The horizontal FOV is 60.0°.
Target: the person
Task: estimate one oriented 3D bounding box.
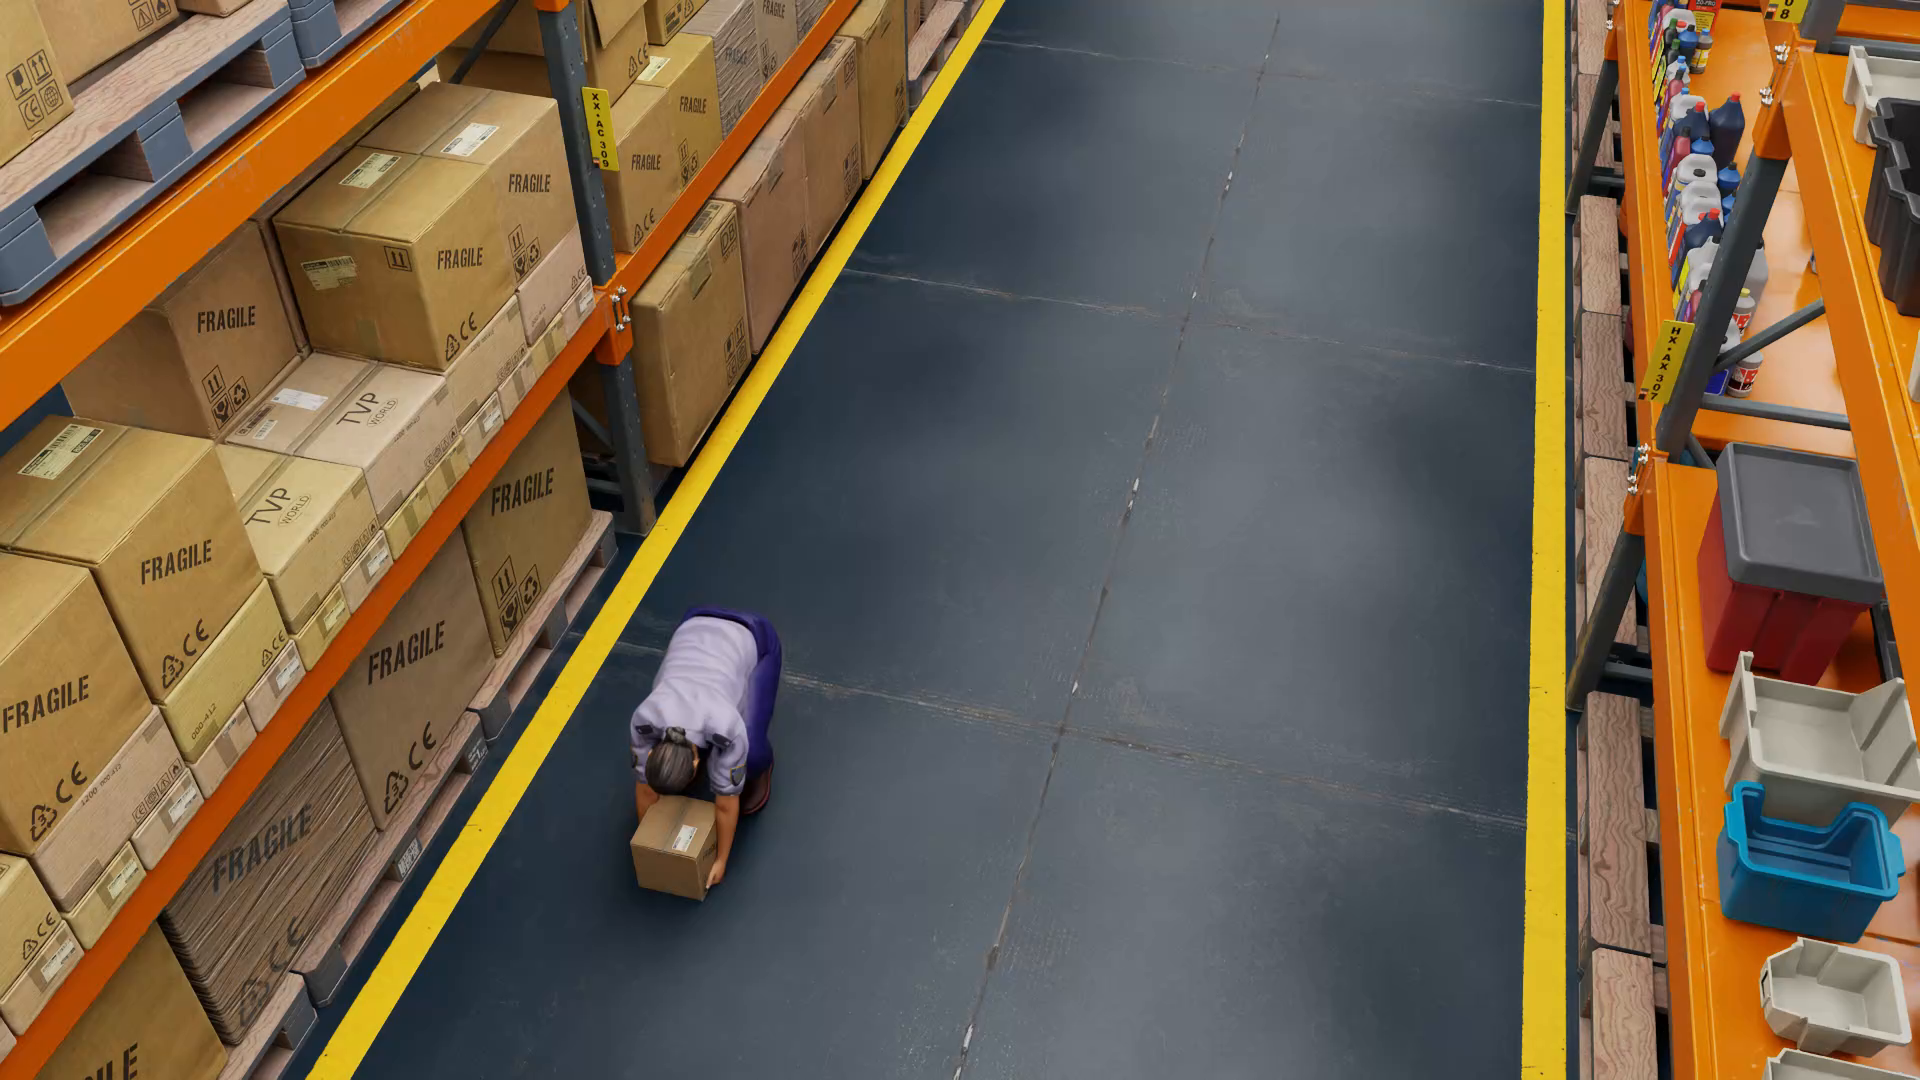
[{"bbox_3d":[-0.926,0.704,6.044,0.507,0.783,0.905,9,42,10],"label":"person"}]
